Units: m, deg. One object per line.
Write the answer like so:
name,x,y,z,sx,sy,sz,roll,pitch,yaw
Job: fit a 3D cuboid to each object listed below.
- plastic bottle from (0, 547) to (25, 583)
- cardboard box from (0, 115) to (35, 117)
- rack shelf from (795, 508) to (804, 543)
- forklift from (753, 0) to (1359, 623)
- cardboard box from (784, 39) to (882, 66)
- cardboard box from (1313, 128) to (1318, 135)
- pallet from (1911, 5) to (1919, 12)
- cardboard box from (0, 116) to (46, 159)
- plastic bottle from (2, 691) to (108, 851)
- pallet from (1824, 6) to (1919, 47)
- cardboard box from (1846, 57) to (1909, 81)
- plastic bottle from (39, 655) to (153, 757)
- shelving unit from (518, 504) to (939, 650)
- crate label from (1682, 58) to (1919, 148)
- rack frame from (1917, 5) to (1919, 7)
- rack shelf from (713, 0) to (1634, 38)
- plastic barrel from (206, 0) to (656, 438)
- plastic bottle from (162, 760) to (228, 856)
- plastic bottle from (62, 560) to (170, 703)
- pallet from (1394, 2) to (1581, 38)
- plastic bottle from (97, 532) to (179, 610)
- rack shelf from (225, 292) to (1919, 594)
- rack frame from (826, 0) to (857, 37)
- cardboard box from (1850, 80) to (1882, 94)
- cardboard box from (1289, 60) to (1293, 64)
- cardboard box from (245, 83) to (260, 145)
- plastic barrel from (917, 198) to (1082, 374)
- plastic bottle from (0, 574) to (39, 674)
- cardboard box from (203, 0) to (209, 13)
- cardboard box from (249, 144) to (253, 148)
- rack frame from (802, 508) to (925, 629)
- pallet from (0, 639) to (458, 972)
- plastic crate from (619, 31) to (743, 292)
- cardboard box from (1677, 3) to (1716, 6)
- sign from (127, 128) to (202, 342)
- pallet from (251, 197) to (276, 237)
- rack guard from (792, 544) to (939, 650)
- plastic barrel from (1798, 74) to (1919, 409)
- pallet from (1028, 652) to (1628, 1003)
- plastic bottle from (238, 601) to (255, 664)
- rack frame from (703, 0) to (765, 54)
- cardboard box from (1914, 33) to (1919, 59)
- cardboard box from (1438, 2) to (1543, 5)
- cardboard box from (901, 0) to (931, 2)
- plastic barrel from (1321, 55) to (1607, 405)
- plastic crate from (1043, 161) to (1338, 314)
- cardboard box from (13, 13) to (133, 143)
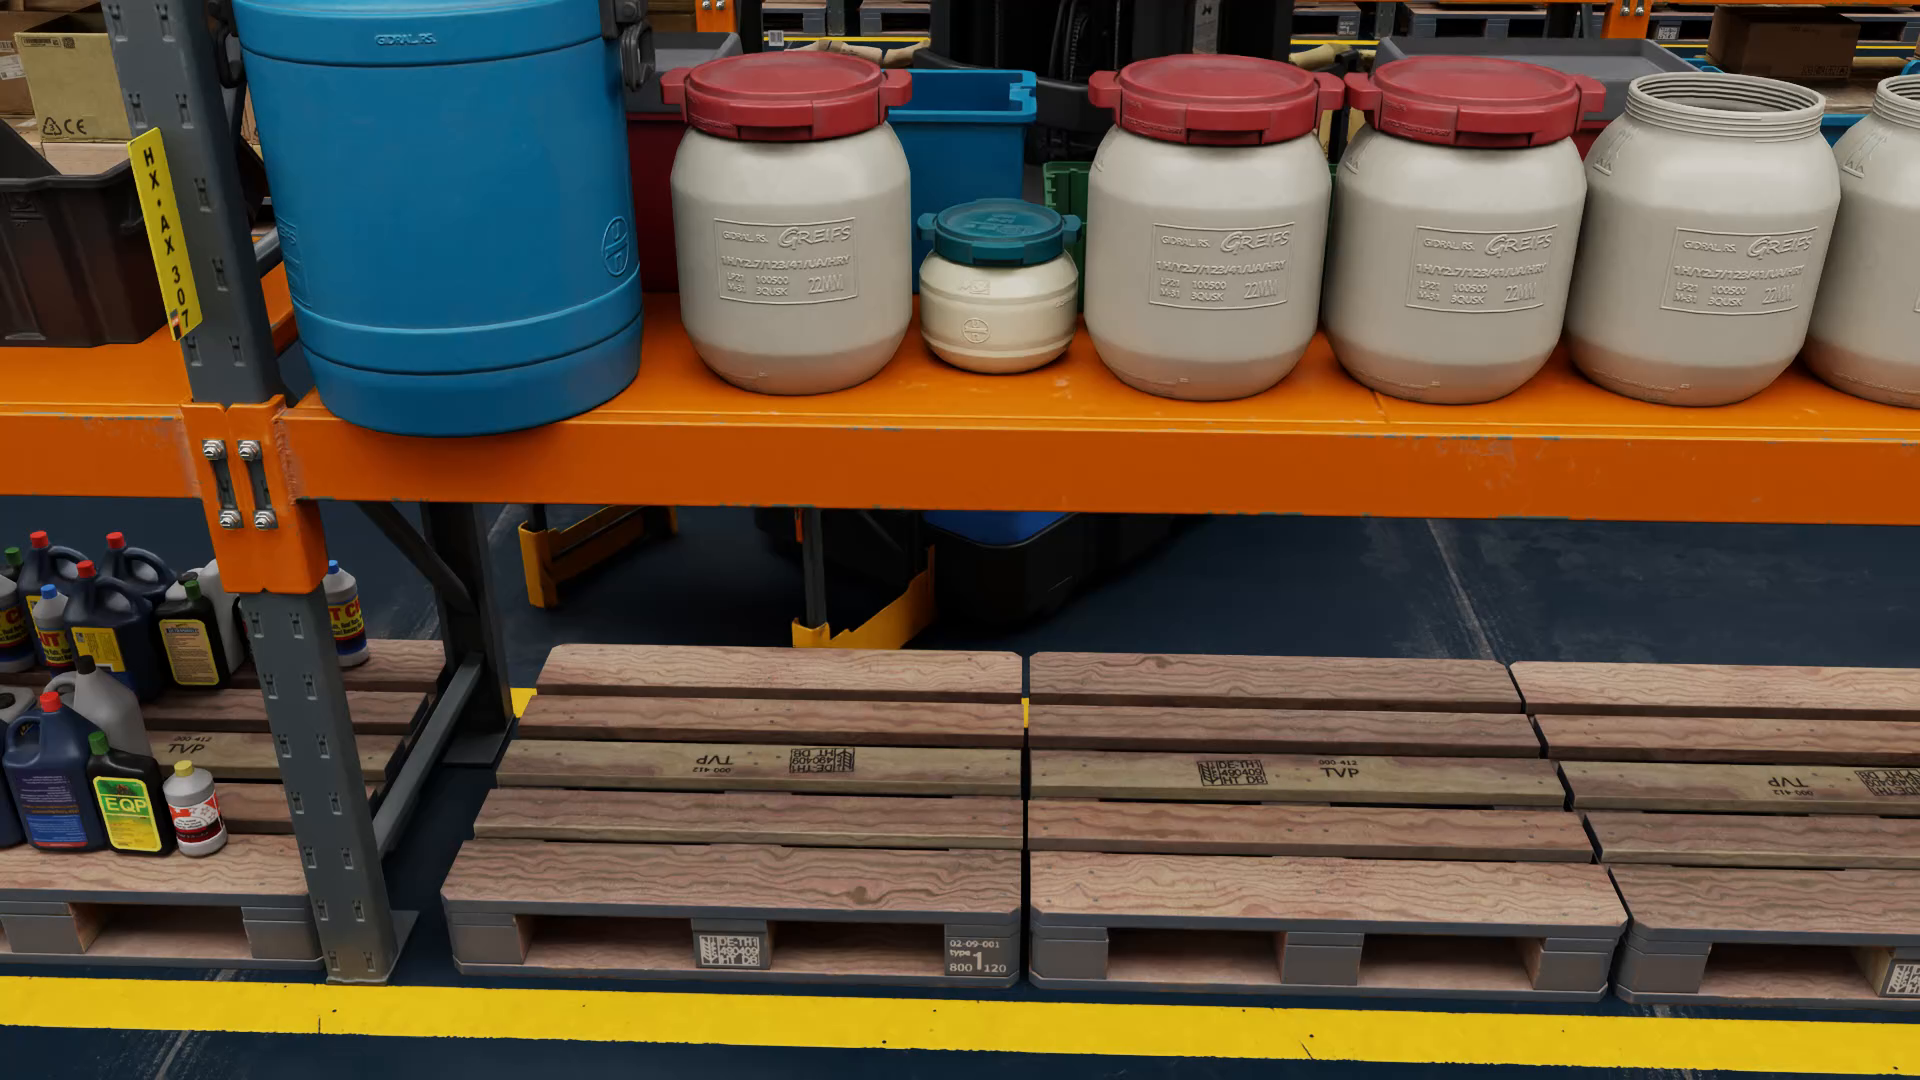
plastic bottle,-2.390,0.149,4.197,0.133,0.283,0.061,2,28,4
cardboard box,-4.519,-2.109,8.513,0.500,0.250,0.500,1,28,2
rack shelf,-0.679,-0.302,4.590,1.000,0.185,0.538,17,33,29
forklift,0.674,-1.683,5.295,1.130,2.935,3.031,21,34,34
cardboard box,-0.653,-2.288,8.253,0.500,0.311,0.500,1,28,2
cardboard box,1.374,-2.003,7.715,0.500,0.311,0.500,1,28,1
pallet,7.856,-3.848,12.283,1.213,0.211,1.003,1,28,2
cardboard box,-4.537,-1.866,8.055,0.500,0.250,0.500,1,28,2
plastic bottle,-1.900,0.476,3.508,0.185,0.351,0.144,0,28,0
pallet,6.325,-3.874,12.334,1.213,0.211,1.003,1,28,2
cardboard box,4.390,-2.052,8.118,0.500,0.500,0.500,0,28,0
plastic bottle,-1.895,0.409,3.635,0.185,0.351,0.144,1,28,2
shelving unit,-0.673,-0.458,4.499,1.083,1.500,0.587,17,33,29
crate label,1.768,-0.717,3.361,0.616,0.435,0.502,1,28,2
rack frame,7.099,-5.129,11.723,0.127,3.000,1.000,1,28,2
rack shelf,0.931,-2.592,7.704,4.000,0.370,1.077,1,28,2
plastic barrel,-0.871,-0.697,2.828,0.708,0.901,0.600,1,28,2
plastic bottle,-1.620,0.558,3.513,0.097,0.201,0.097,0,28,0
plastic bottle,-2.043,0.212,4.006,0.185,0.351,0.144,1,28,2
pallet,3.886,-3.915,12.410,1.213,0.211,1.003,1,28,2
plastic bottle,-2.038,0.144,4.134,0.185,0.351,0.144,2,28,3
rack shelf,0.753,-0.273,3.331,4.000,0.370,1.077,1,28,2
rack frame,-0.896,-5.261,11.972,0.127,3.000,1.000,1,28,2
cardboard box,4.399,-1.808,7.658,0.500,0.500,0.500,1,28,1
cardboard box,1.382,-2.255,8.190,0.500,0.311,0.500,0,28,0
cardboard box,-3.038,-2.172,7.831,0.500,0.500,0.500,1,28,2
plastic barrel,0.071,-0.469,3.080,0.301,0.262,0.301,0,28,0
plastic bottle,-2.375,0.191,4.130,0.097,0.271,0.097,0,28,0
cardboard box,-3.519,-2.431,8.321,0.500,0.500,0.500,1,28,2
cardboard box,-3.537,-1.851,8.027,0.500,0.250,0.500,1,28,2
rack frame,-0.255,-0.333,4.258,0.032,1.500,0.500,17,33,29
pallet,-1.916,0.577,3.935,1.213,0.211,1.003,1,28,2
plastic crate,-0.751,-0.788,3.465,0.583,0.464,0.402,1,28,2
cardboard box,5.556,-4.328,12.059,0.750,0.750,0.750,2,28,3
sign,-1.276,-0.489,2.674,0.005,0.325,0.100,1,28,2
pallet,-3.083,-1.762,8.349,1.213,0.211,1.003,1,28,2
rack guard,-0.249,0.216,4.556,0.087,0.250,0.587,17,33,29
plastic barrel,1.716,-0.524,2.917,0.421,0.512,0.421,0,28,0
pallet,0.763,0.622,3.852,1.213,0.211,1.003,1,28,2
plastic bottle,-1.752,0.204,4.180,0.097,0.201,0.097,0,28,0
rack frame,-1.067,-2.943,7.598,0.127,3.000,1.000,1,28,2
cardboard box,4.952,-2.378,7.932,0.500,0.250,0.500,0,28,1
cardboard box,3.831,-4.357,12.114,0.750,0.750,0.750,1,28,1
cardboard box,-0.160,-4.347,12.447,0.500,0.500,0.700,2,28,4
plastic barrel,0.868,-0.546,2.933,0.433,0.535,0.433,0,28,0
plastic crate,0.504,-0.634,3.469,0.662,0.188,0.450,1,28,2
cardboard box,-4.037,-2.190,7.866,0.500,0.500,0.500,1,28,2
